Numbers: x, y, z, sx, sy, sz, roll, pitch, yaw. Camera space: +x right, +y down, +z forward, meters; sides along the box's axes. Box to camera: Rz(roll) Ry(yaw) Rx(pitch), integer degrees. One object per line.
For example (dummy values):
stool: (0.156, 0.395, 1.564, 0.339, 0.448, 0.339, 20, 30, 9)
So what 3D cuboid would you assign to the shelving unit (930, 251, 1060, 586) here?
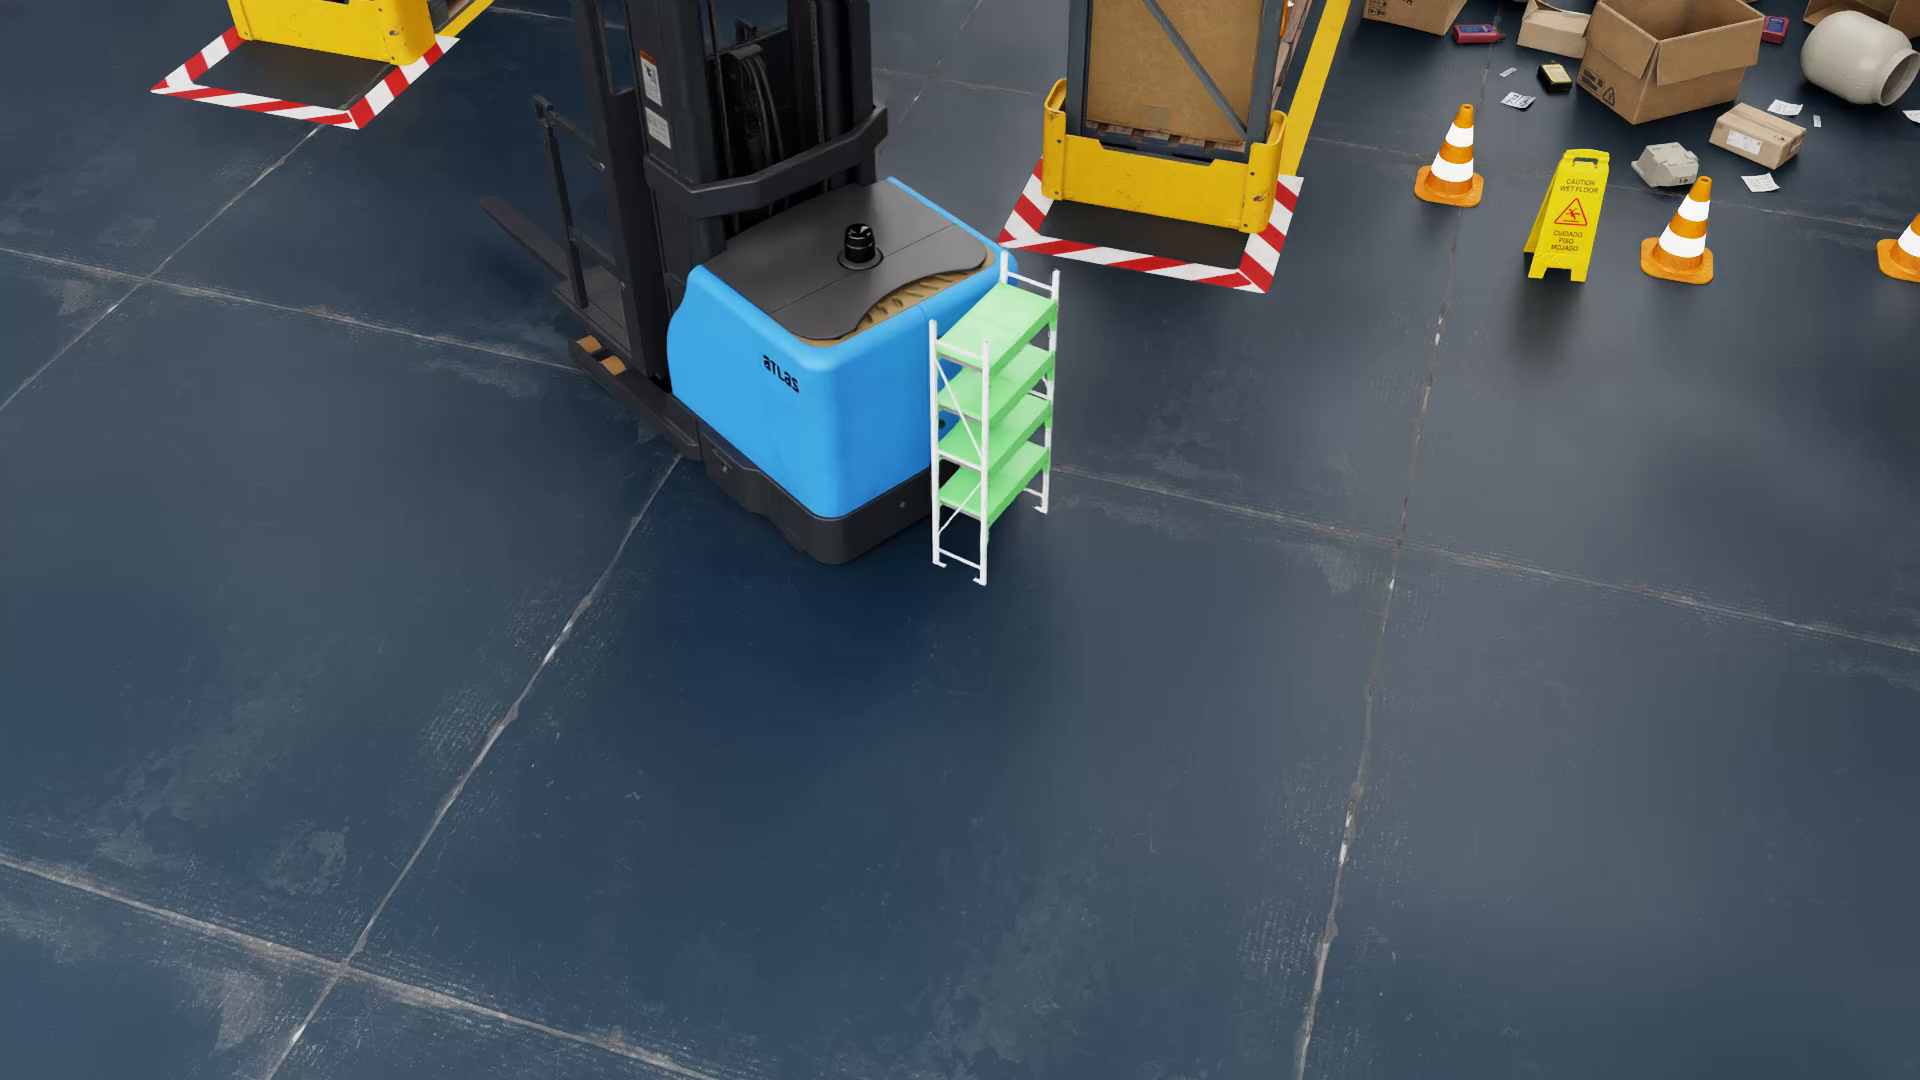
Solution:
shelving unit: (0.128, -0.441, 6.342, 0.258, 1.200, 0.503, 24, 49, 22)

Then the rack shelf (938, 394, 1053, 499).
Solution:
rack shelf: (0.128, -0.395, 6.387, 0.258, 0.148, 0.480, 24, 49, 22)

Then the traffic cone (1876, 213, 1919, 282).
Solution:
traffic cone: (4.668, -1.520, 7.972, 0.336, 0.463, 0.334, 13, 46, 13)

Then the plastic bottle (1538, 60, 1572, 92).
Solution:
plastic bottle: (3.349, -2.626, 9.390, 0.133, 0.061, 0.283, -2, 44, -2)

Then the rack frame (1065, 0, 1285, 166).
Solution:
rack frame: (1.019, -2.848, 7.515, 1.000, 3.000, 0.127, 13, 46, 13)

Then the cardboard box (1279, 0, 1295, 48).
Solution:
cardboard box: (1.426, -3.291, 9.188, 0.875, 0.875, 0.875, 12, 46, 12)

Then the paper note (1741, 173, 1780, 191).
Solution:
paper note: (4.156, -1.857, 8.626, 0.148, 0.019, 0.142, -2, 44, -2)

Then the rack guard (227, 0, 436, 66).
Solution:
rack guard: (-3.655, -3.123, 9.584, 1.175, 0.500, 0.348, 13, 46, 13)

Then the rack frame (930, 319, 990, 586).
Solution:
rack frame: (-0.001, -0.296, 6.194, 0.240, 1.200, 0.015, 24, 49, 22)

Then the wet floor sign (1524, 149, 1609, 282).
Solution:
wet floor sign: (2.897, -1.568, 7.891, 0.267, 0.644, 0.232, 5, 45, 5)

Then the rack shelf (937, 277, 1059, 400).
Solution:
rack shelf: (0.128, -0.738, 6.051, 0.258, 0.148, 0.480, 24, 49, 22)

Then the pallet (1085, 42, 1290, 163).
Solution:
pallet: (1.186, -2.401, 9.052, 1.003, 0.211, 1.213, 13, 46, 13)

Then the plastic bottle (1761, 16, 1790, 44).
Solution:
plastic bottle: (4.800, -3.020, 9.792, 0.133, 0.061, 0.283, 20, 48, 19)

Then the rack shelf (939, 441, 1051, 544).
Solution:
rack shelf: (0.128, -0.223, 6.555, 0.258, 0.148, 0.480, 24, 49, 22)

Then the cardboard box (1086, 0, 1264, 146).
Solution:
cardboard box: (1.161, -2.704, 8.588, 0.875, 0.875, 0.875, 13, 46, 13)

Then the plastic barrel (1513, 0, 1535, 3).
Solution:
plastic barrel: (3.349, -3.512, 10.036, 0.421, 0.421, 0.512, -24, 49, -22)

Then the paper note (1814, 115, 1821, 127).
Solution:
paper note: (4.681, -2.287, 9.080, 0.032, 0.001, 0.123, 13, 46, 13)

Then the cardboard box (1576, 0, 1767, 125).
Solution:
cardboard box: (3.886, -2.681, 9.130, 0.797, 0.503, 0.637, -16, 47, -16)

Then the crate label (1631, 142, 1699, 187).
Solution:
crate label: (3.686, -1.949, 8.644, 0.250, 0.136, 0.298, -9, 45, -9)

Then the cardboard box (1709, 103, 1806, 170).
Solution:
cardboard box: (4.239, -2.149, 8.840, 0.250, 0.149, 0.380, -33, 53, -29)

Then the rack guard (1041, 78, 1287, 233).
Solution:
rack guard: (1.012, -1.938, 8.373, 1.175, 0.500, 0.348, 13, 46, 13)

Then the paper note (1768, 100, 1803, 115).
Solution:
paper note: (4.556, -2.388, 9.176, 0.148, 0.019, 0.142, 28, 51, 26)

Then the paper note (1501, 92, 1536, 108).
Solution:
paper note: (3.099, -2.444, 9.227, 0.144, 0.017, 0.142, 28, 51, 26)

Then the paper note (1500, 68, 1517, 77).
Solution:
paper note: (3.120, -2.663, 9.464, 0.123, 0.001, 0.032, -33, 53, -29)

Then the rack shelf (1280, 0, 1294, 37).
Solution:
rack shelf: (1.625, -3.924, 9.129, 1.077, 0.370, 4.000, 13, 46, 13)

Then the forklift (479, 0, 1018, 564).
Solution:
forklift: (-1.109, -1.908, 6.604, 1.130, 2.935, 3.031, -31, 52, -28)

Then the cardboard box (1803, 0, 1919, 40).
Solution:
cardboard box: (5.357, -3.214, 9.676, 0.500, 0.500, 0.500, -24, 49, -22)

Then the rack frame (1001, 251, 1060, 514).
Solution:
rack frame: (0.257, -0.586, 6.491, 0.240, 1.200, 0.015, 24, 49, 22)

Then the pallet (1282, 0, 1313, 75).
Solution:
pallet: (1.558, -3.211, 9.881, 1.003, 0.211, 1.213, 13, 46, 13)

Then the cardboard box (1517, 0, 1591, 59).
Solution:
cardboard box: (3.465, -3.001, 9.627, 0.396, 0.266, 0.258, 20, 48, 19)

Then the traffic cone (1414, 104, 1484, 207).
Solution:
traffic cone: (2.533, -1.994, 8.457, 0.336, 0.463, 0.334, 13, 46, 13)

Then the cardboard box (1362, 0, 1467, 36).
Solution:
cardboard box: (2.738, -3.369, 9.834, 0.500, 0.500, 0.500, 20, 48, 19)

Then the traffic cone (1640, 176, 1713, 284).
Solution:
traffic cone: (3.507, -1.528, 7.981, 0.336, 0.463, 0.334, 13, 46, 13)

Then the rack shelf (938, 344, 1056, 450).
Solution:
rack shelf: (0.128, -0.567, 6.219, 0.258, 0.148, 0.480, 24, 49, 22)

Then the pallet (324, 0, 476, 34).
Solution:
pallet: (-3.375, -3.554, 10.231, 1.003, 0.211, 1.213, 13, 46, 13)

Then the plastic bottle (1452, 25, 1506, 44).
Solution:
plastic bottle: (3.041, -2.962, 9.733, 0.283, 0.061, 0.133, -2, 44, -2)

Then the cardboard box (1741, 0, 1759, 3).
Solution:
cardboard box: (4.686, -3.467, 10.103, 0.258, 0.266, 0.396, -16, 47, -16)

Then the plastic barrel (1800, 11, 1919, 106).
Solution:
plastic barrel: (4.950, -2.643, 9.149, 0.421, 0.421, 0.512, -24, 49, -22)

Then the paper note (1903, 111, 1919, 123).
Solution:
paper note: (5.264, -2.319, 9.098, 0.142, 0.019, 0.148, -2, 44, -2)
